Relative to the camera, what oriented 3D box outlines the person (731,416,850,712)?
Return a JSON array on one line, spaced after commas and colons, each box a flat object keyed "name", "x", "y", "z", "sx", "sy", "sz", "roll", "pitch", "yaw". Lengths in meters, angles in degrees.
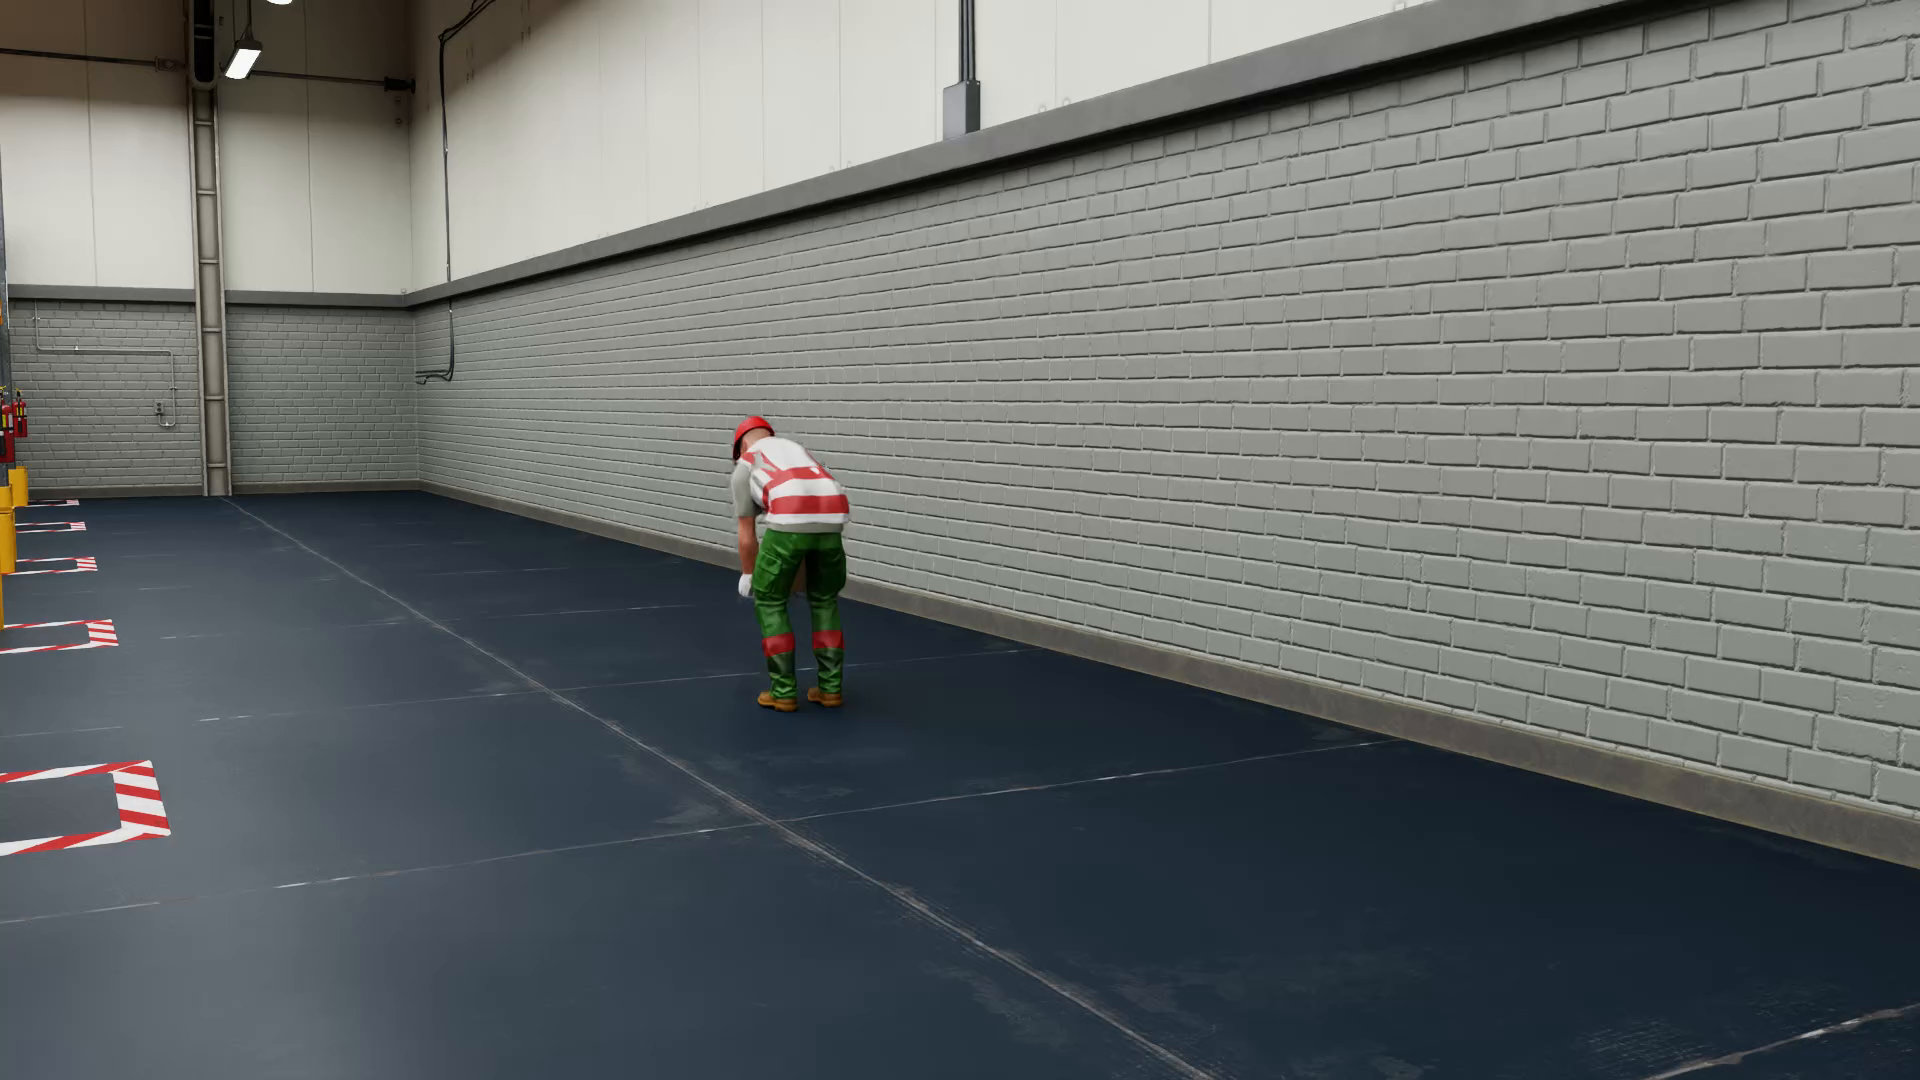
[{"name": "person", "x": -0.873, "y": 0.092, "z": 8.217, "sx": 0.484, "sy": 1.402, "sz": 0.887, "roll": -3, "pitch": 6, "yaw": -30}]
